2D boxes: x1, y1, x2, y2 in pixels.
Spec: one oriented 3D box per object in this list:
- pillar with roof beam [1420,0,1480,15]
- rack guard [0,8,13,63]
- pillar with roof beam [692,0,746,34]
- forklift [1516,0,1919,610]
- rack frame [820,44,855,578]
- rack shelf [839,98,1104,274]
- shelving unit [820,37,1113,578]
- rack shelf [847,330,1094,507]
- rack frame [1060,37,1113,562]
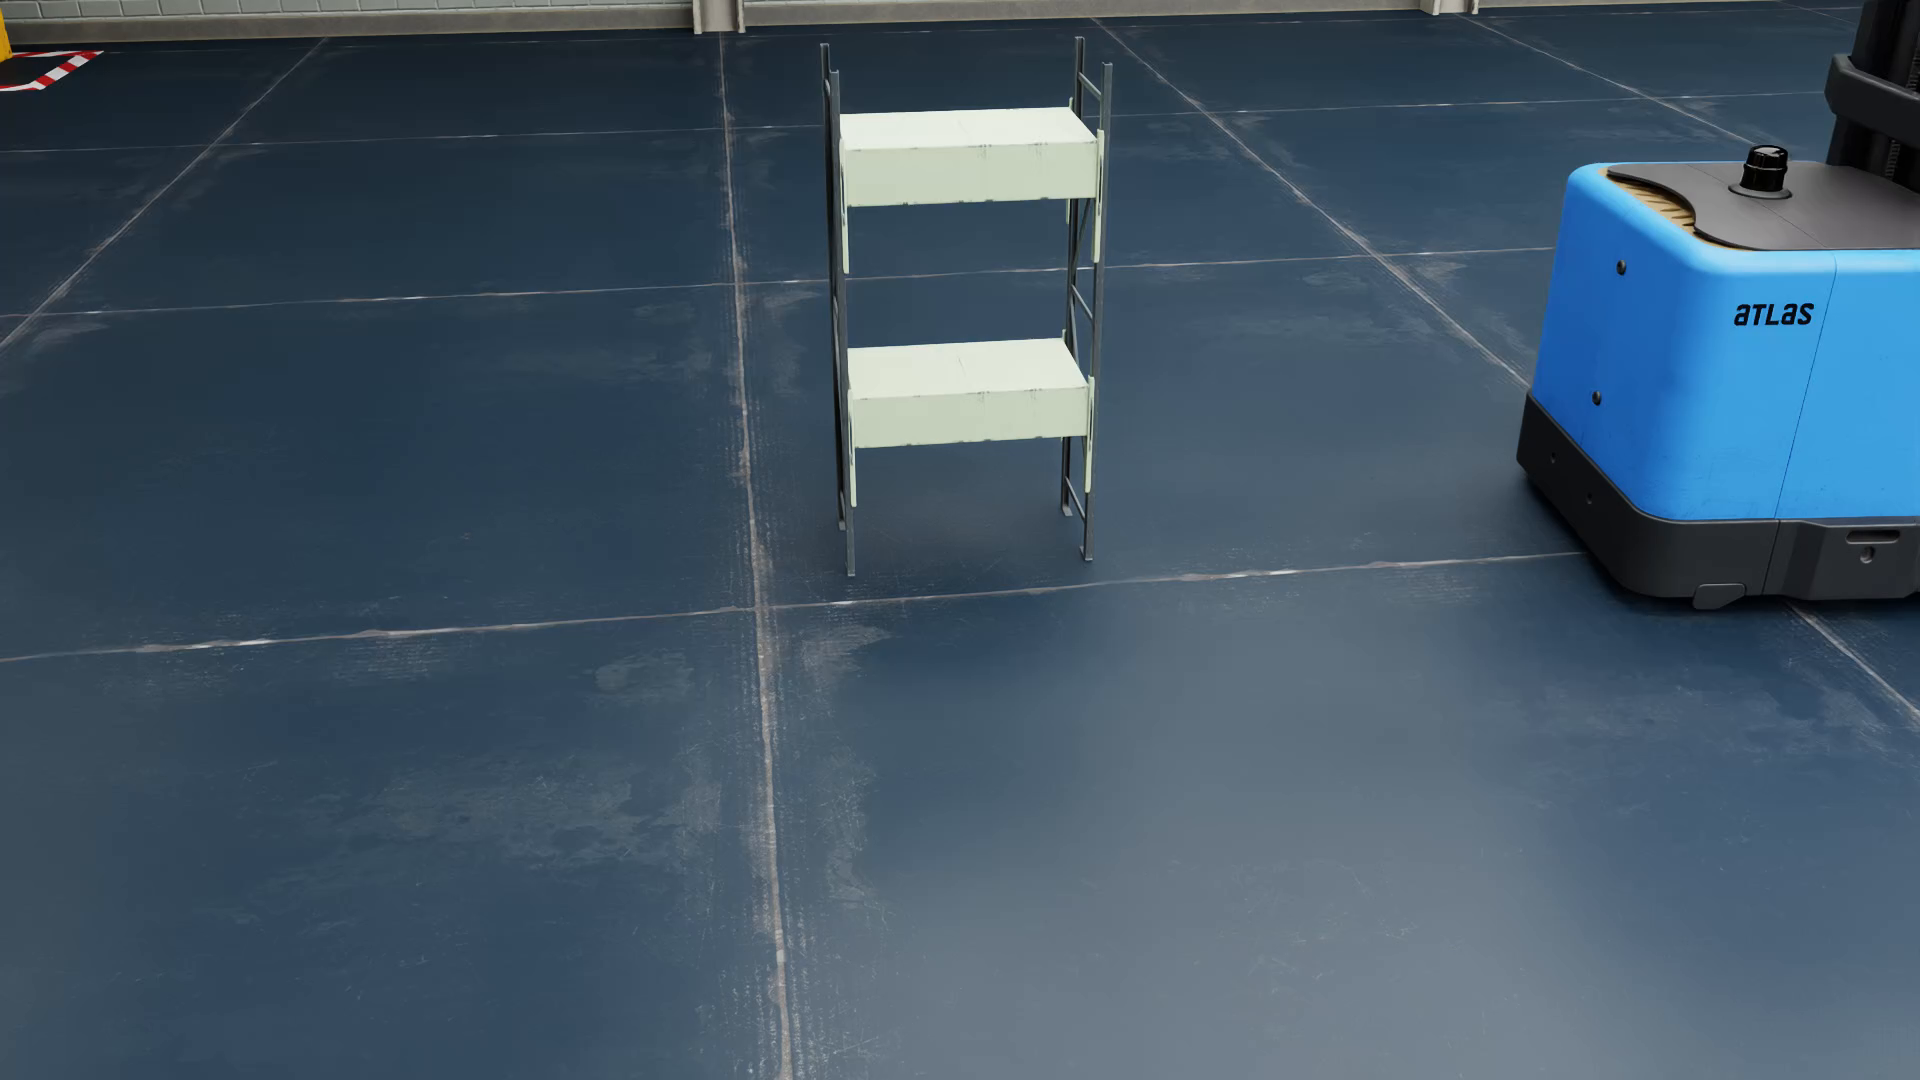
[{"bbox_3d":[4.652,-6.450,7.963,0.400,9.000,9.100,-4,27,-7],"label":"pillar with roof beam"},{"bbox_3d":[-6.992,-3.490,11.504,0.348,0.500,1.175,-4,27,-7],"label":"rack guard"},{"bbox_3d":[-1.289,-6.068,7.219,0.400,9.000,9.100,-4,27,-7],"label":"pillar with roof beam"},{"bbox_3d":[3.413,-1.344,4.659,3.031,2.935,1.130,-1,27,-2],"label":"forklift"},{"bbox_3d":[-0.356,-0.644,4.863,0.023,1.500,0.400,-4,27,-7],"label":"rack frame"},{"bbox_3d":[0.007,-1.015,4.730,0.720,0.370,0.431,-4,27,-7],"label":"rack shelf"},{"bbox_3d":[0.007,-0.668,4.908,0.755,1.500,0.431,-4,27,-7],"label":"shelving unit"},{"bbox_3d":[0.007,-0.378,5.057,0.720,0.370,0.431,-4,27,-7],"label":"rack shelf"},{"bbox_3d":[0.369,-0.691,4.954,0.023,1.500,0.400,-4,27,-7],"label":"rack frame"}]
